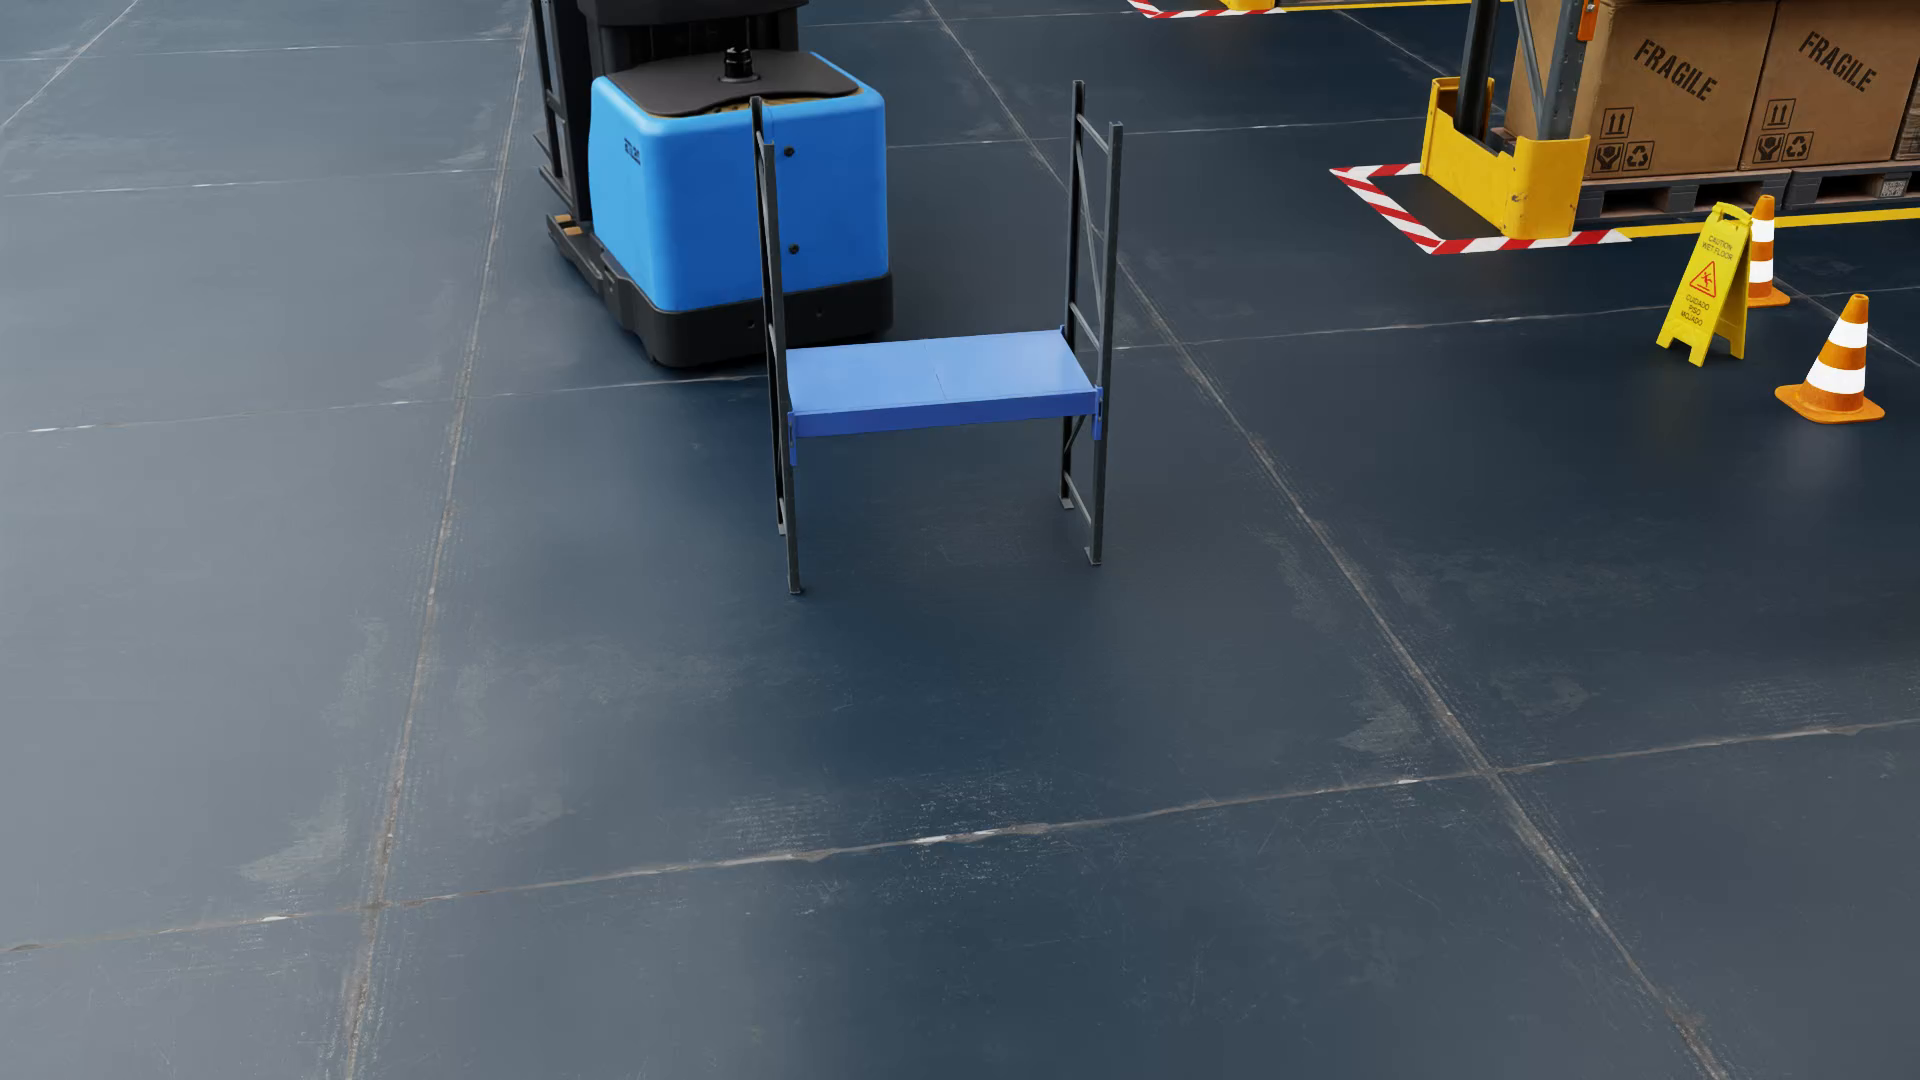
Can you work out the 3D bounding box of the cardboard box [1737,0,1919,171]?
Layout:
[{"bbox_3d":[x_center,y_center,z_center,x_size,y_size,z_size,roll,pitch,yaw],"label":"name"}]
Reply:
[{"bbox_3d":[4.360,-2.532,8.779,0.875,0.875,0.875,-6,31,-10],"label":"cardboard box"}]

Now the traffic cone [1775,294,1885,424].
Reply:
[{"bbox_3d":[3.487,-0.744,6.558,0.334,0.463,0.336,-5,31,-9],"label":"traffic cone"}]

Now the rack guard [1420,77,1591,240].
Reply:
[{"bbox_3d":[2.816,-2.011,8.677,0.348,0.500,1.175,-5,31,-9],"label":"rack guard"}]

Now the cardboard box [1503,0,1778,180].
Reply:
[{"bbox_3d":[3.494,-2.451,8.641,0.875,0.875,0.875,-5,31,-9],"label":"cardboard box"}]

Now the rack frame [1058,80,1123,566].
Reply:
[{"bbox_3d":[0.416,-0.685,5.436,0.032,1.500,0.500,-5,31,-9],"label":"rack frame"}]

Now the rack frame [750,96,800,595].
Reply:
[{"bbox_3d":[-0.584,-0.592,5.278,0.032,1.500,0.500,-5,31,-9],"label":"rack frame"}]

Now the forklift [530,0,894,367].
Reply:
[{"bbox_3d":[-1.380,-2.697,7.445,1.130,2.935,3.031,-14,33,-22],"label":"forklift"}]

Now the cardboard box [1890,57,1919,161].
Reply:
[{"bbox_3d":[5.257,-2.615,8.919,0.875,0.875,0.875,-5,31,-9],"label":"cardboard box"}]

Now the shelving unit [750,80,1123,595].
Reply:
[{"bbox_3d":[-0.084,-0.639,5.357,1.048,1.500,0.538,-5,31,-9],"label":"shelving unit"}]

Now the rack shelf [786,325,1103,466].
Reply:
[{"bbox_3d":[-0.084,-0.484,5.448,1.000,0.185,0.538,-5,31,-9],"label":"rack shelf"}]

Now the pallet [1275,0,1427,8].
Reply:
[{"bbox_3d":[2.926,-4.435,13.084,1.213,0.211,1.003,-5,31,-9],"label":"pallet"}]

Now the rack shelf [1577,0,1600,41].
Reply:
[{"bbox_3d":[4.807,-2.963,8.540,4.000,0.370,1.077,-5,31,-9],"label":"rack shelf"}]

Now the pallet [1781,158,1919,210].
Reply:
[{"bbox_3d":[4.809,-2.111,9.131,1.213,0.211,1.003,-5,31,-9],"label":"pallet"}]

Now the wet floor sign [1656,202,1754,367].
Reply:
[{"bbox_3d":[3.167,-1.086,6.961,0.232,0.644,0.267,-11,32,-17],"label":"wet floor sign"}]

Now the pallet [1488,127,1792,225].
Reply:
[{"bbox_3d":[3.612,-2.001,8.945,1.213,0.211,1.003,-5,31,-9],"label":"pallet"}]

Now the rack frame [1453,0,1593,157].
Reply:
[{"bbox_3d":[2.839,-3.091,8.047,0.127,3.000,1.000,-5,31,-9],"label":"rack frame"}]

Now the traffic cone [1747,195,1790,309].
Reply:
[{"bbox_3d":[3.617,-1.338,7.569,0.334,0.463,0.336,-5,31,-9],"label":"traffic cone"}]

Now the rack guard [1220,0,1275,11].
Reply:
[{"bbox_3d":[2.120,-4.503,12.914,0.348,0.500,1.175,-5,31,-9],"label":"rack guard"}]
